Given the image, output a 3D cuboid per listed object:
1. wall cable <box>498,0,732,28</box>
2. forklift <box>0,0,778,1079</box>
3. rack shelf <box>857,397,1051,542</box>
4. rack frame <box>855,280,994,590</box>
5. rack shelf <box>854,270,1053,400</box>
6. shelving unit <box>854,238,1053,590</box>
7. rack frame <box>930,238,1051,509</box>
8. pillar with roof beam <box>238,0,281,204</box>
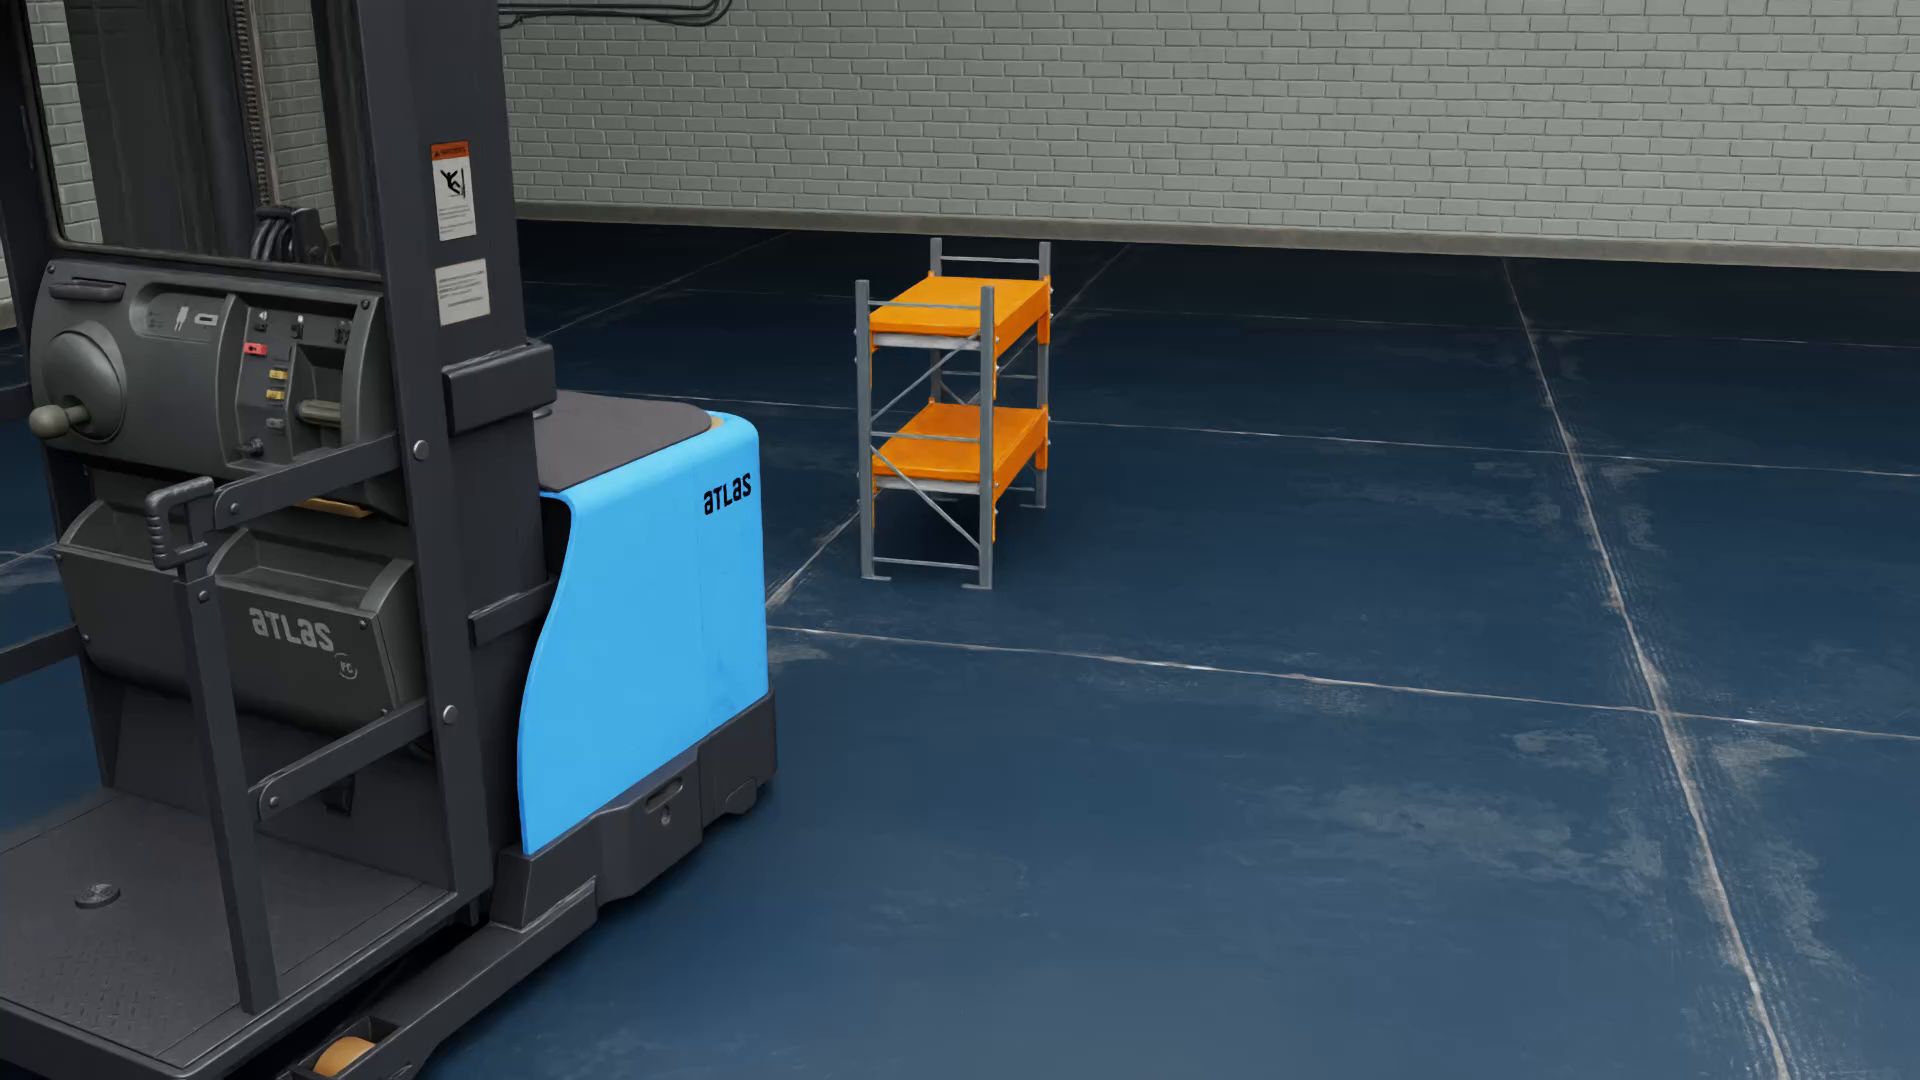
[{"bbox_3d":[-3.407,-5.692,14.234,3.097,2.526,0.112,5,19,13],"label":"wall cable"},{"bbox_3d":[-1.612,-0.336,3.136,1.130,2.935,3.031,9,21,25],"label":"forklift"},{"bbox_3d":[-0.002,-0.299,6.579,0.538,0.278,1.000,5,19,13],"label":"rack shelf"},{"bbox_3d":[-0.126,-0.371,6.033,0.500,1.125,0.032,5,19,13],"label":"rack frame"},{"bbox_3d":[-0.002,-0.807,6.405,0.538,0.278,1.000,5,19,13],"label":"rack shelf"},{"bbox_3d":[-0.002,-0.530,6.500,0.538,1.125,1.048,5,19,13],"label":"shelving unit"},{"bbox_3d":[0.123,-0.690,6.966,0.500,1.125,0.032,5,19,13],"label":"rack frame"},{"bbox_3d":[-1.234,-6.002,10.339,9.100,9.000,0.400,5,19,13],"label":"pillar with roof beam"}]
